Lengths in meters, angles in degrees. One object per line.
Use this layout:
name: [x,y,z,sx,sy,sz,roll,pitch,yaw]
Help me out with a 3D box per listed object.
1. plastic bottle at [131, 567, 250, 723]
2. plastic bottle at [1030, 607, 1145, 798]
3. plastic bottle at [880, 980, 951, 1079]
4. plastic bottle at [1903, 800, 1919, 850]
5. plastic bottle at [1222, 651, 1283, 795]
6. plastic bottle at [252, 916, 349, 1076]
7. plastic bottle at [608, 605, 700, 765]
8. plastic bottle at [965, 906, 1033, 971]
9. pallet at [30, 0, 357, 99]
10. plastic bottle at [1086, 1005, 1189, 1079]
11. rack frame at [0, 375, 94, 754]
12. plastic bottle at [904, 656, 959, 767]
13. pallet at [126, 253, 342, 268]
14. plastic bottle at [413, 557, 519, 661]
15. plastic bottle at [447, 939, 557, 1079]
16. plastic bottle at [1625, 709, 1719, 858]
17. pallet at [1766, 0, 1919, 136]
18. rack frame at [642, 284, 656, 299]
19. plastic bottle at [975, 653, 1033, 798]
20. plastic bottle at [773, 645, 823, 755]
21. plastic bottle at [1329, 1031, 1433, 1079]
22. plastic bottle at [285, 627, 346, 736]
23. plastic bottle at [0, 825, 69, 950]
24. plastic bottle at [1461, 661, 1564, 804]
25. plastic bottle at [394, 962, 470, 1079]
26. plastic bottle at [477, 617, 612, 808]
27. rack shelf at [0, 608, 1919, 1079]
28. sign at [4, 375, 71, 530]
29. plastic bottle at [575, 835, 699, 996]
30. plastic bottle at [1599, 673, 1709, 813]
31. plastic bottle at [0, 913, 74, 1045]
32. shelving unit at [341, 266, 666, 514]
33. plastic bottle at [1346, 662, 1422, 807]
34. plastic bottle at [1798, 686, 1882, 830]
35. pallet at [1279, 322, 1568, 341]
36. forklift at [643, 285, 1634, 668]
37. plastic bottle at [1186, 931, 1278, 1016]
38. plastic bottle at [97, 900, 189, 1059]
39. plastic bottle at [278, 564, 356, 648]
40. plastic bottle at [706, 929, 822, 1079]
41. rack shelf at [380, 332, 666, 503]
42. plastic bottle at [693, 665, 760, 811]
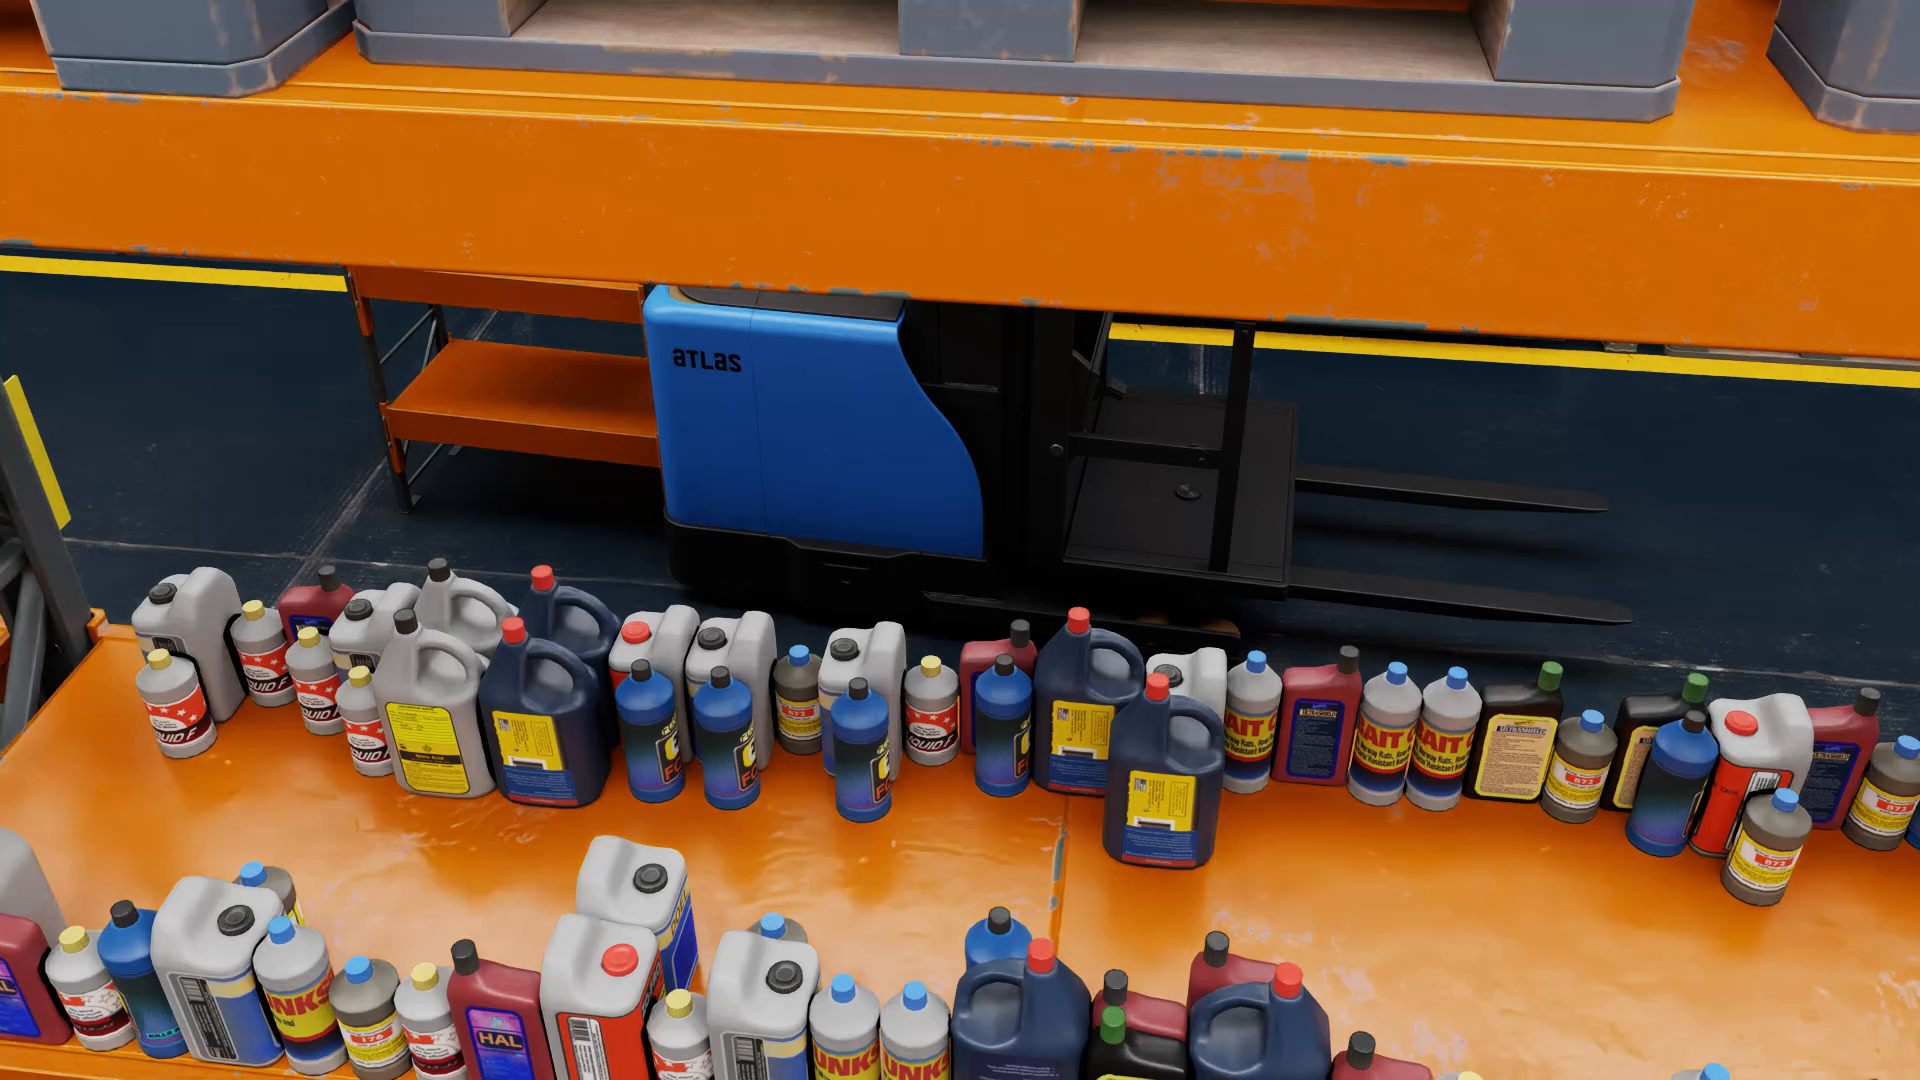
plastic bottle: [-1.395,0.178,3.026,0.135,0.276,0.152,4,36,6]
plastic bottle: [0.219,0.265,2.839,0.185,0.351,0.144,4,36,6]
plastic bottle: [-0.060,0.708,2.287,0.097,0.271,0.097,0,36,0]
plastic bottle: [1.641,0.390,2.732,0.097,0.271,0.097,0,36,0]
plastic bottle: [0.495,0.305,2.852,0.097,0.271,0.097,0,36,0]
plastic bottle: [-0.942,0.642,2.379,0.097,0.271,0.097,0,36,0]
plastic bottle: [-0.532,0.242,2.936,0.135,0.276,0.152,4,36,6]
plastic bottle: [0.055,0.632,2.393,0.097,0.271,0.097,0,36,0]
pallet: [-1.037,-0.858,1.951,1.003,0.211,1.213,4,36,6]
plastic bottle: [0.236,0.735,2.238,0.133,0.283,0.061,4,36,6]
rack frame: [-1.827,0.284,2.770,0.127,3.000,1.000,4,36,6]
plastic bottle: [-0.050,0.292,2.929,0.097,0.201,0.097,0,36,0]
pallet: [-3.154,-1.625,7.845,1.213,0.211,1.003,4,36,6]
plastic bottle: [-0.874,0.184,2.953,0.185,0.351,0.144,4,36,6]
plastic bottle: [-0.637,0.670,2.329,0.133,0.283,0.061,4,36,6]
plastic bottle: [1.174,0.391,2.731,0.097,0.271,0.097,0,36,0]
pallet: [1.394,-0.677,1.697,1.213,0.211,1.003,4,36,6]
rack frame: [-0.921,-0.578,5.591,0.032,1.125,0.500,7,36,9]
plastic bottle: [0.074,0.309,2.846,0.097,0.271,0.097,0,36,0]
plastic bottle: [-0.280,0.275,2.953,0.097,0.201,0.097,0,36,0]
plastic bottle: [0.551,0.759,2.205,0.133,0.283,0.061,4,36,6]
plastic bottle: [-1.152,0.246,2.995,0.097,0.201,0.097,0,36,0]
plastic bottle: [-1.479,0.520,2.482,0.185,0.351,0.144,4,36,6]
plastic bottle: [0.938,0.322,2.817,0.133,0.283,0.061,4,36,6]
plastic bottle: [-0.749,0.685,2.379,0.097,0.201,0.097,0,36,0]
plastic bottle: [-0.709,0.281,2.817,0.185,0.351,0.144,4,36,6]
rack shelf: [0.157,0.725,2.771,4.000,0.370,1.077,4,36,6]
sign: [-1.755,-0.145,3.133,0.005,0.325,0.100,4,36,6]
plastic bottle: [-0.479,0.569,2.477,0.135,0.276,0.152,4,36,6]
plastic bottle: [1.166,0.339,2.793,0.133,0.283,0.061,4,36,6]
plastic bottle: [-1.385,0.615,2.407,0.133,0.283,0.061,4,36,6]
shelving unit: [-1.419,-0.635,5.671,1.048,1.125,0.538,7,36,9]
plastic bottle: [0.724,0.322,2.828,0.097,0.271,0.097,0,36,0]
plastic bottle: [1.432,0.359,2.766,0.133,0.283,0.061,4,36,6]
pallet: [1.999,-1.240,7.306,1.213,0.211,1.003,4,36,6]
forklift: [0.612,-1.123,4.801,3.031,2.935,1.130,6,36,9]
plastic bottle: [0.386,0.662,2.340,0.133,0.283,0.061,4,36,6]
plastic bottle: [-1.172,0.625,2.403,0.097,0.271,0.097,0,36,0]
plastic bottle: [-1.160,0.165,3.036,0.133,0.283,0.061,4,36,6]
plastic bottle: [-0.268,0.674,2.330,0.135,0.276,0.152,4,36,6]
rack shelf: [-1.419,-0.436,5.814,1.000,0.278,0.538,7,36,9]
plastic bottle: [-0.396,0.327,2.820,0.097,0.271,0.097,0,36,0]
